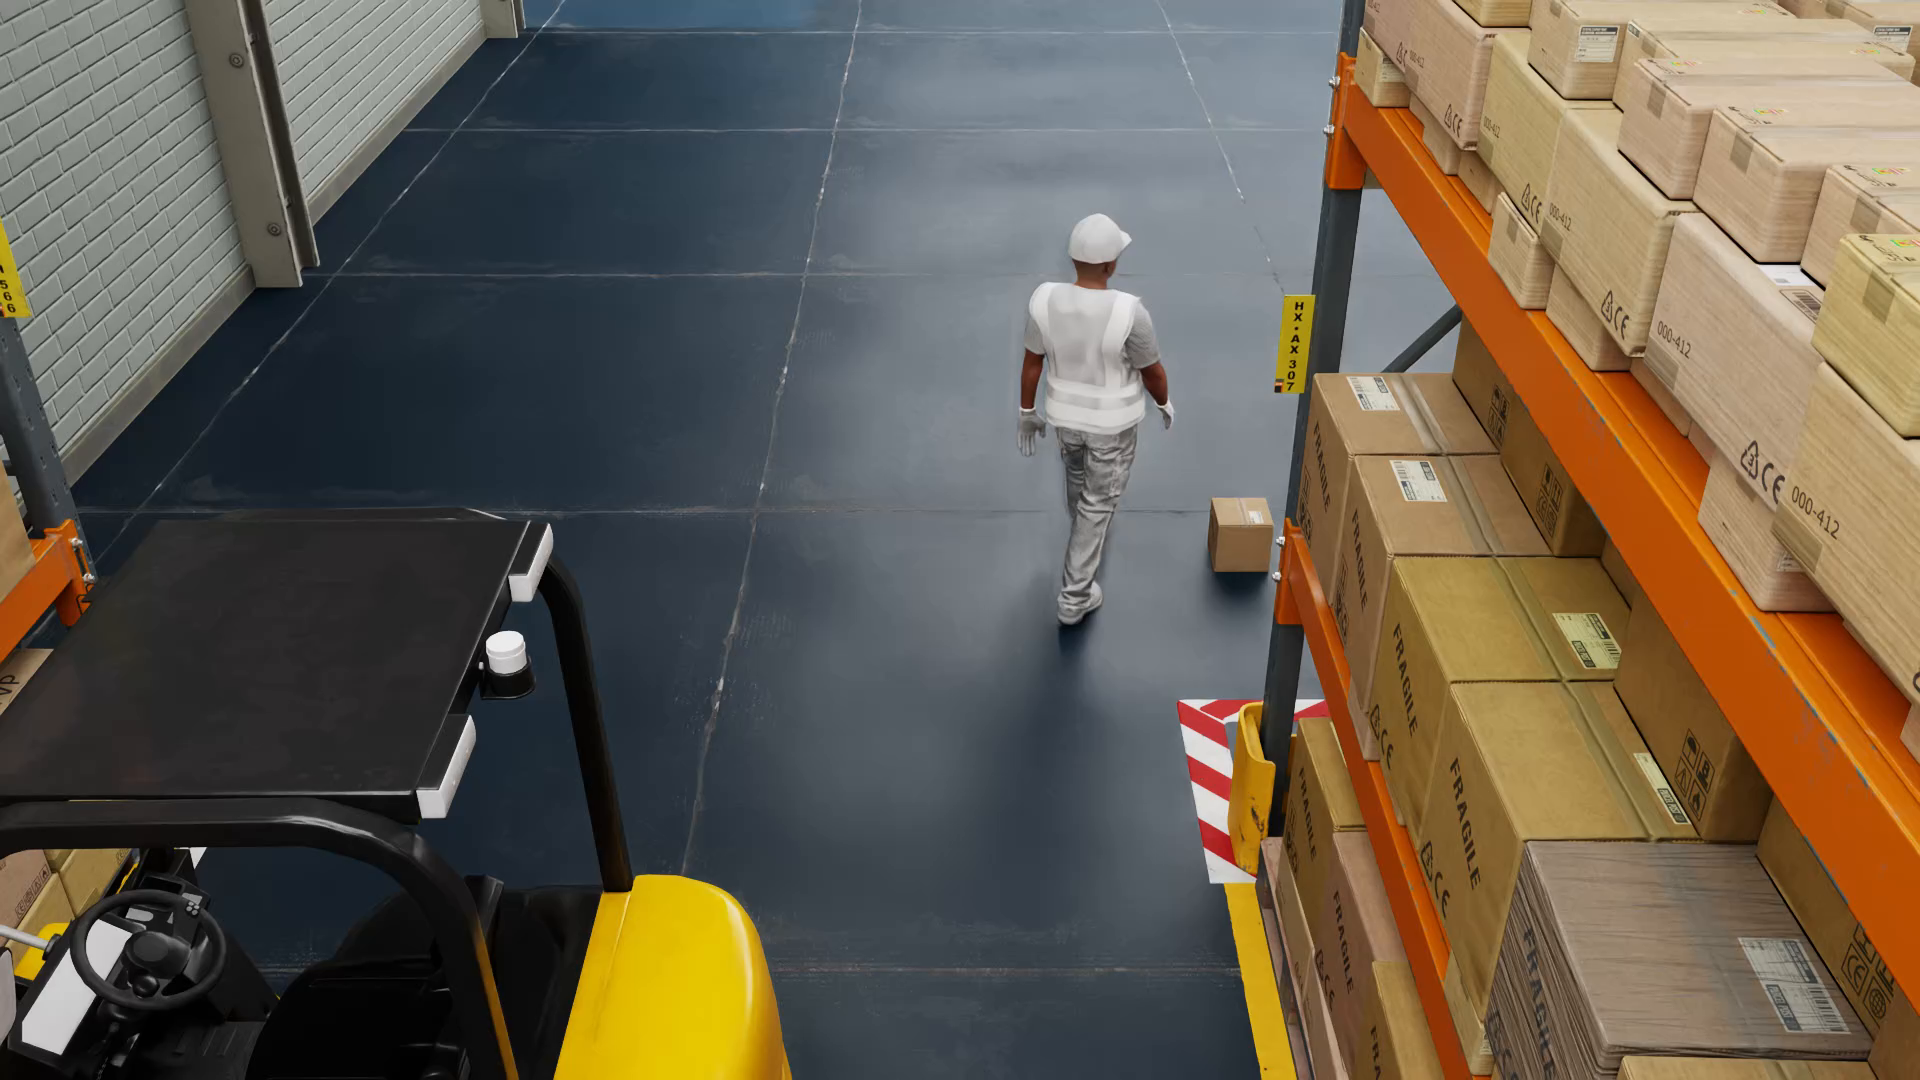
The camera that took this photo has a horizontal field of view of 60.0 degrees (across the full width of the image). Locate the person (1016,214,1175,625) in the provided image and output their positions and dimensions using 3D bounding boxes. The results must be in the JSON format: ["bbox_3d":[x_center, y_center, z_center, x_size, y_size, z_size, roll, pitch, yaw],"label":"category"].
[{"bbox_3d":[0.640,-0.601,7.082,0.573,1.736,0.946,18,36,27],"label":"person"}]
